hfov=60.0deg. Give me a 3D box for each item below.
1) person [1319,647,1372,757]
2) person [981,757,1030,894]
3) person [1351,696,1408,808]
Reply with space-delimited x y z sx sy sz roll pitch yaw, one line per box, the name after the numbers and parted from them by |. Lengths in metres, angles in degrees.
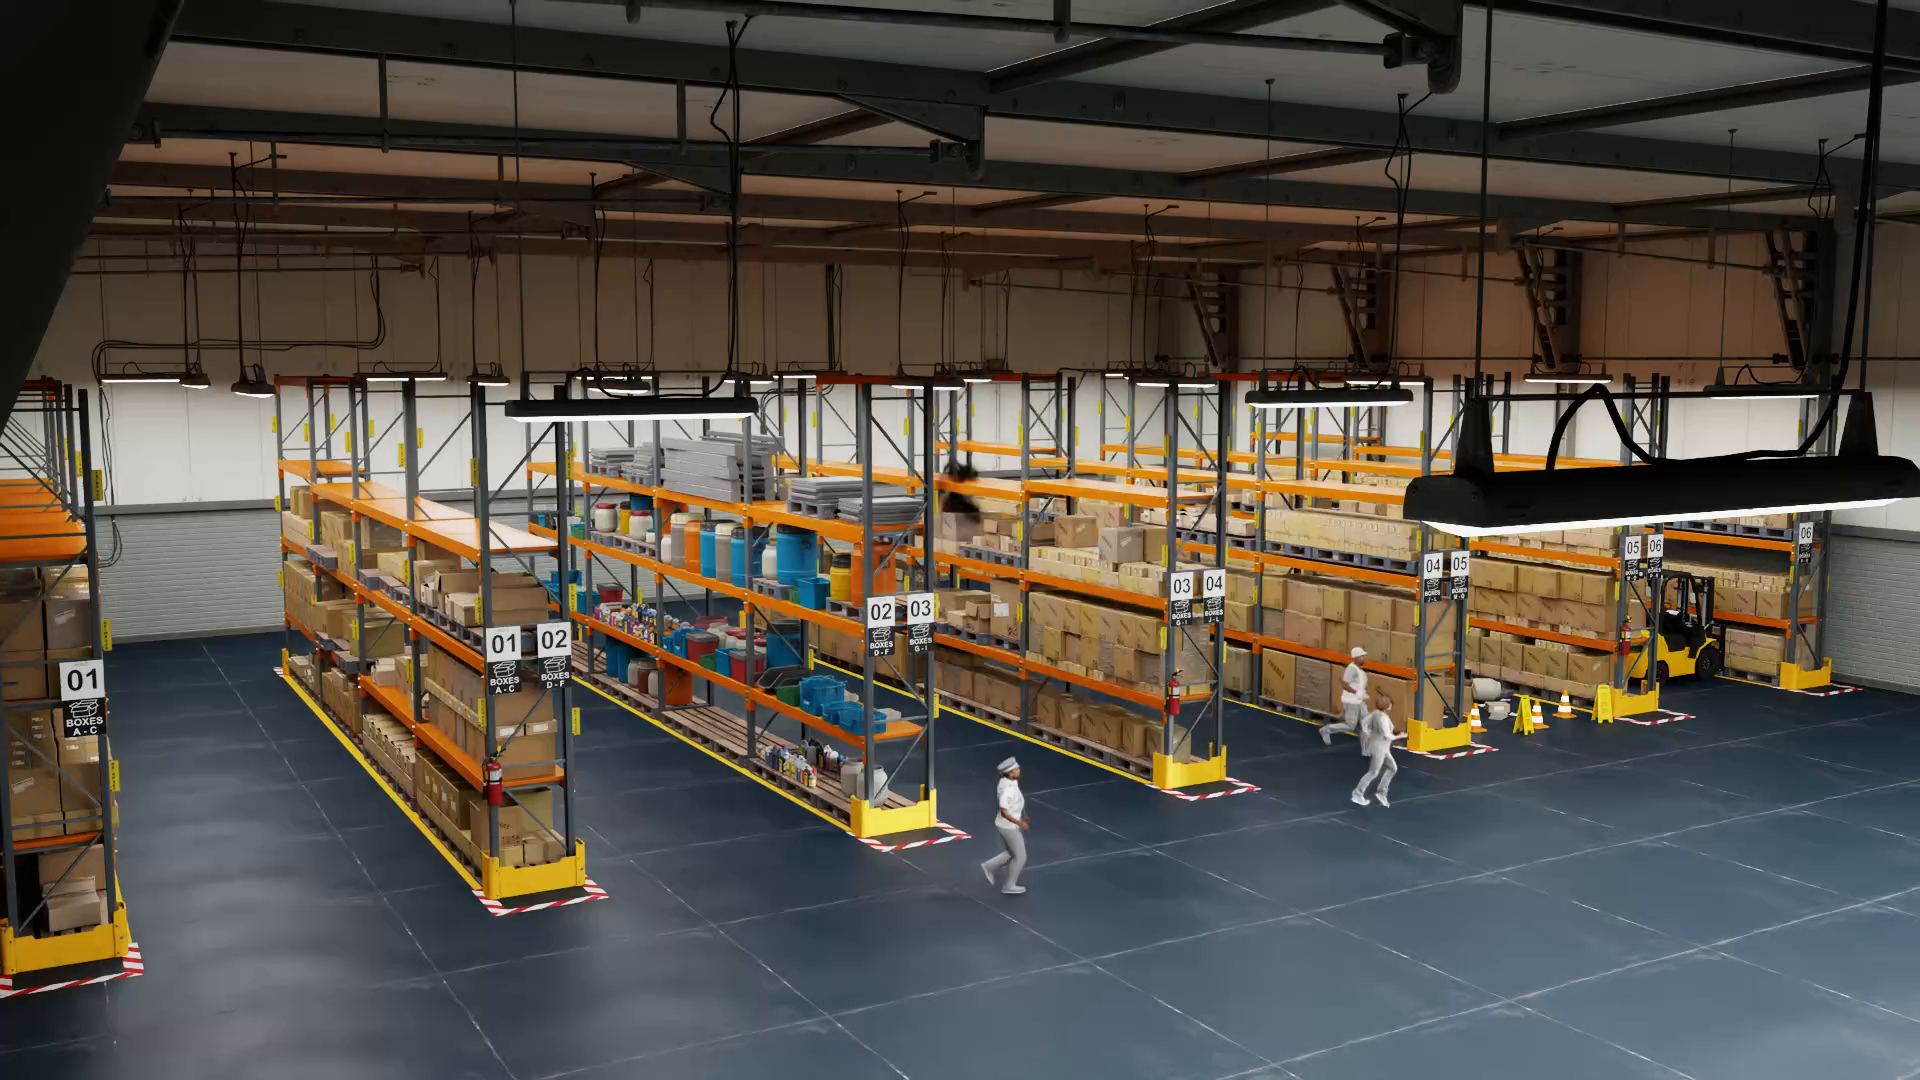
6.239 2.573 26.485 0.982 1.764 0.690 4 7 31 | person
0.564 3.370 19.607 0.529 1.649 0.561 -1 6 -5 | person
5.904 2.984 23.378 0.765 1.625 0.503 1 6 6 | person
